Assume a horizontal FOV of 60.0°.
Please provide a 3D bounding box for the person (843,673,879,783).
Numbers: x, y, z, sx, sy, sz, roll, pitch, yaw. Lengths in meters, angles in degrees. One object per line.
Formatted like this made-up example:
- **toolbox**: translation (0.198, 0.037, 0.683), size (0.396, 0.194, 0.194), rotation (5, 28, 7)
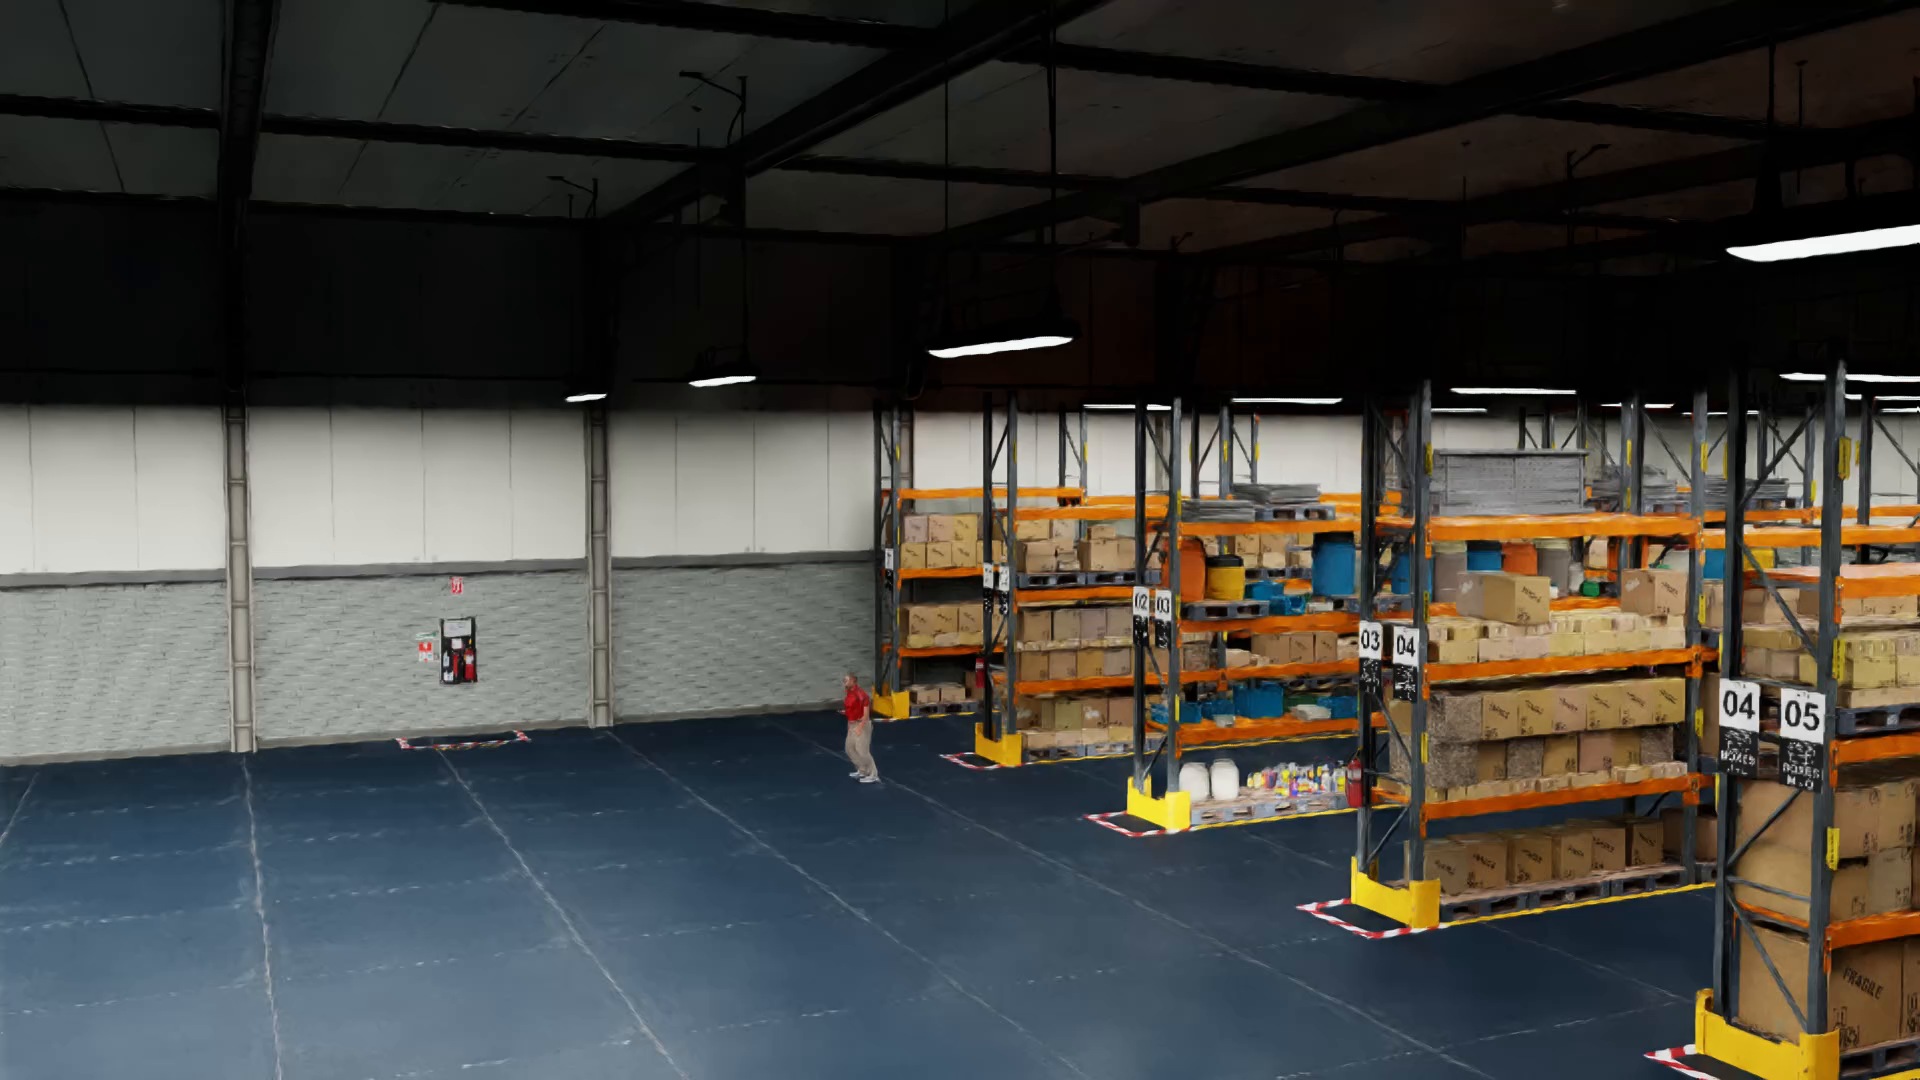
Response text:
- **person**: translation (-1.536, 2.852, 25.421), size (0.535, 1.676, 0.682), rotation (-2, 4, -26)
